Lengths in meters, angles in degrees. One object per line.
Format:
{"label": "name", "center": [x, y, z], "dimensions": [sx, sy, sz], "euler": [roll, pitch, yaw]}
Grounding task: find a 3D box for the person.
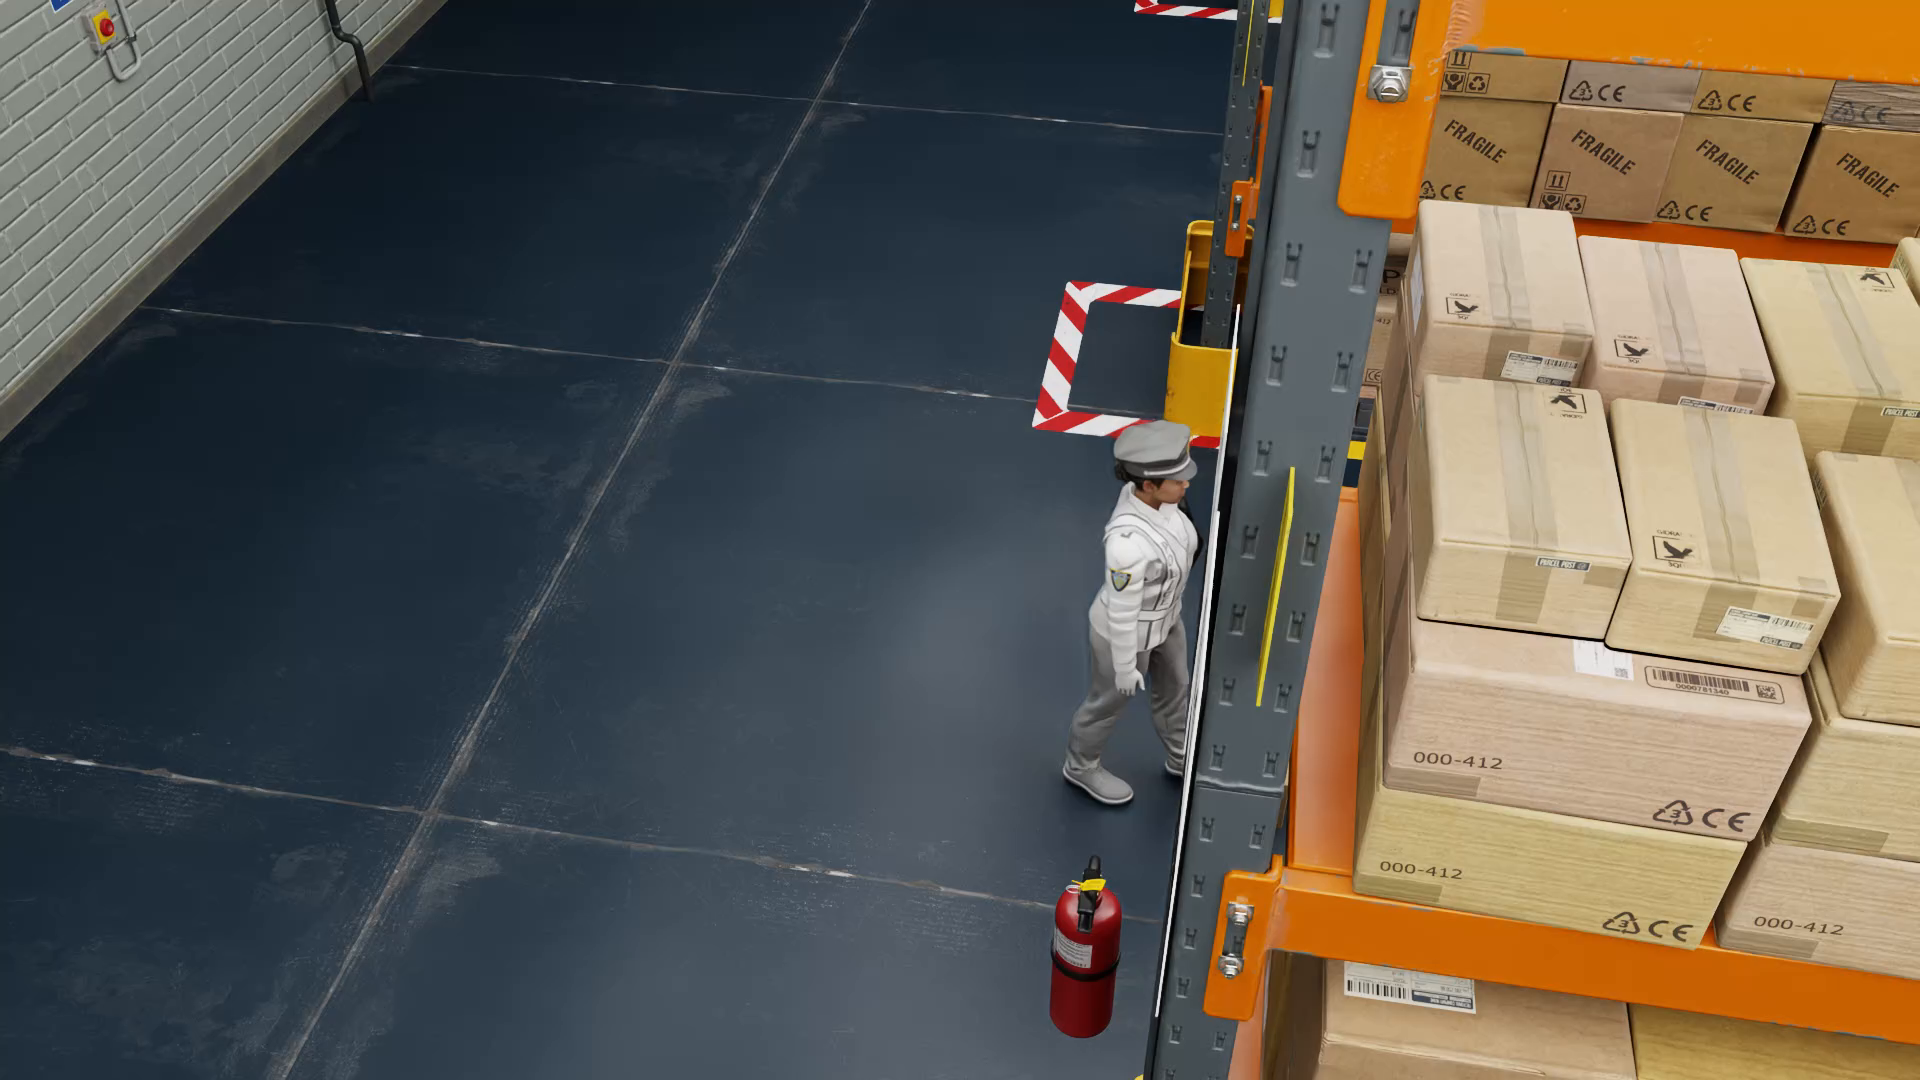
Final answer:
{"label": "person", "center": [0.700, 0.323, 5.758], "dimensions": [0.631, 1.672, 0.497], "euler": [17, 43, 18]}
